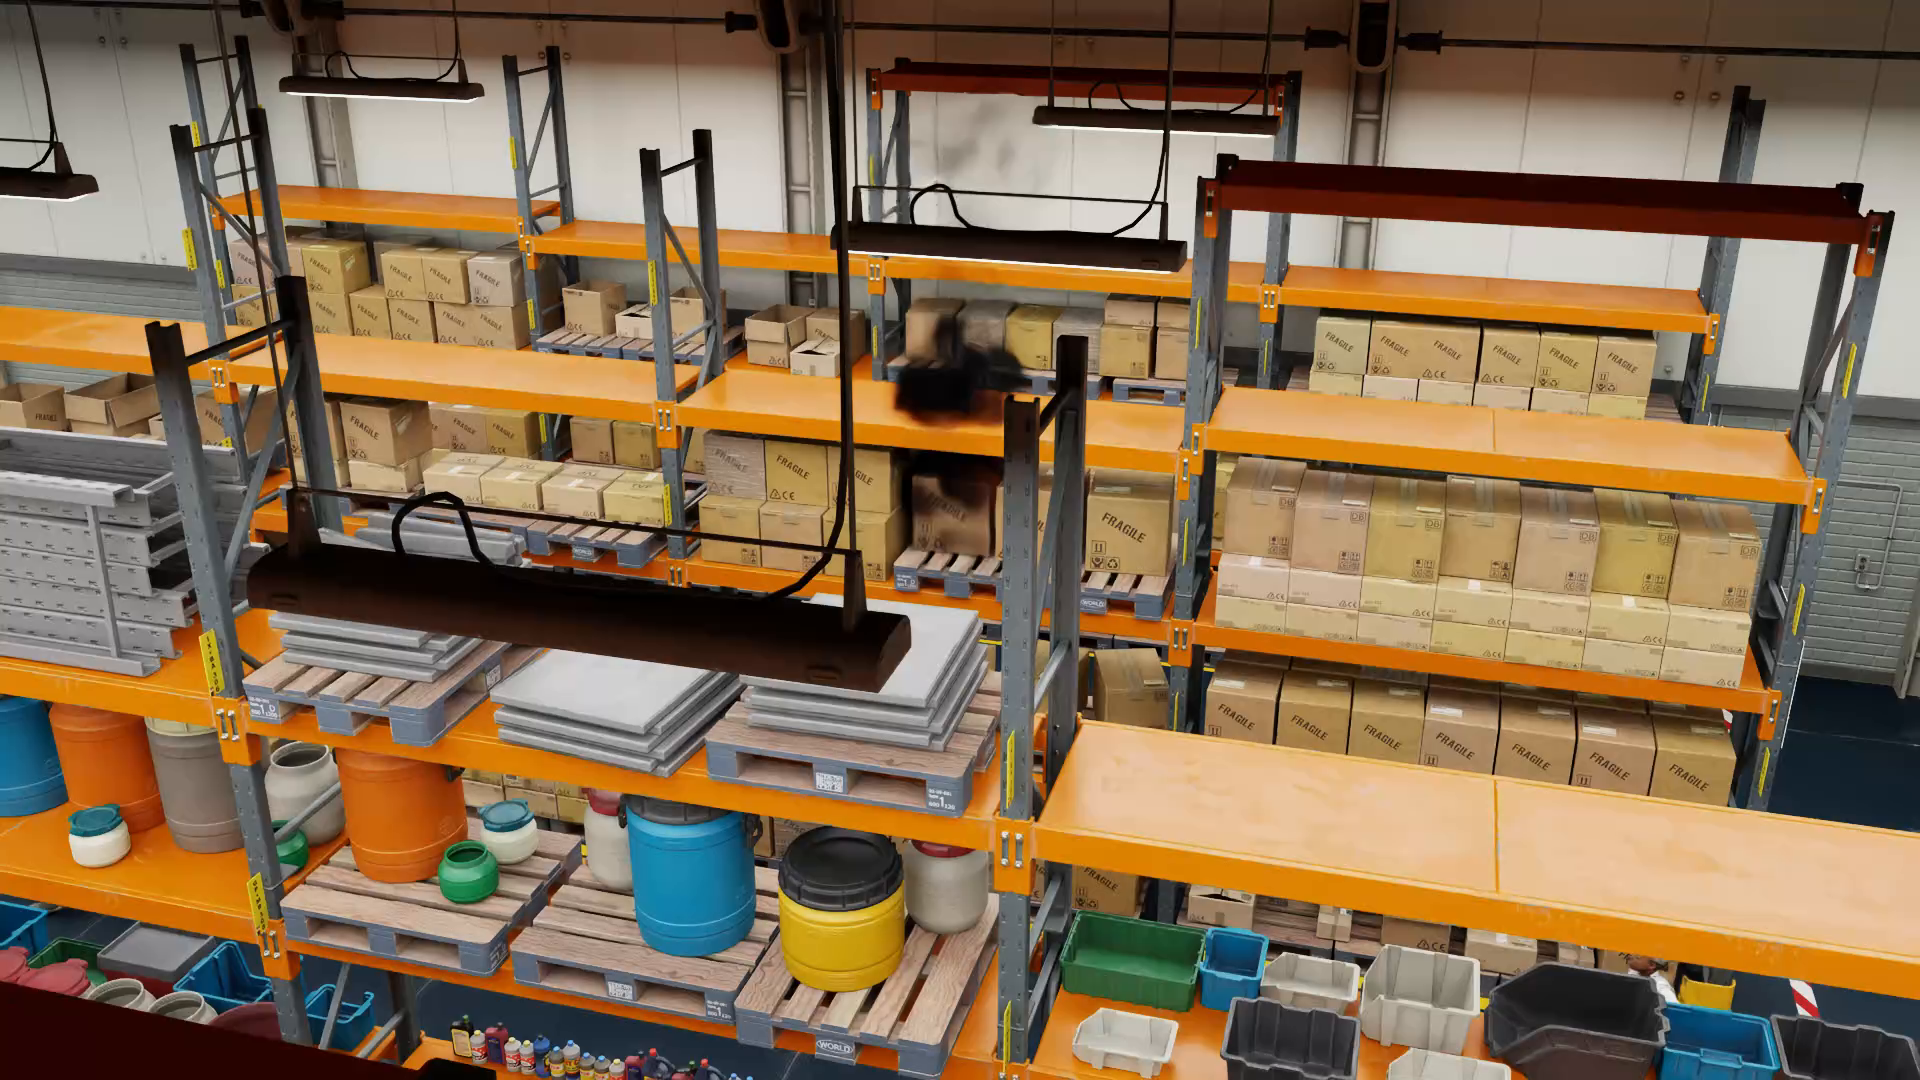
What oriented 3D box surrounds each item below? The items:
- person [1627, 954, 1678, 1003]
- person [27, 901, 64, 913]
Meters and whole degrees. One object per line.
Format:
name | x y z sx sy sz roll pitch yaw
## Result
person | 4.358 3.279 10.766 0.521 1.622 0.612 -1 23 -2
person | -7.146 2.234 13.197 0.918 1.734 0.672 2 23 5
